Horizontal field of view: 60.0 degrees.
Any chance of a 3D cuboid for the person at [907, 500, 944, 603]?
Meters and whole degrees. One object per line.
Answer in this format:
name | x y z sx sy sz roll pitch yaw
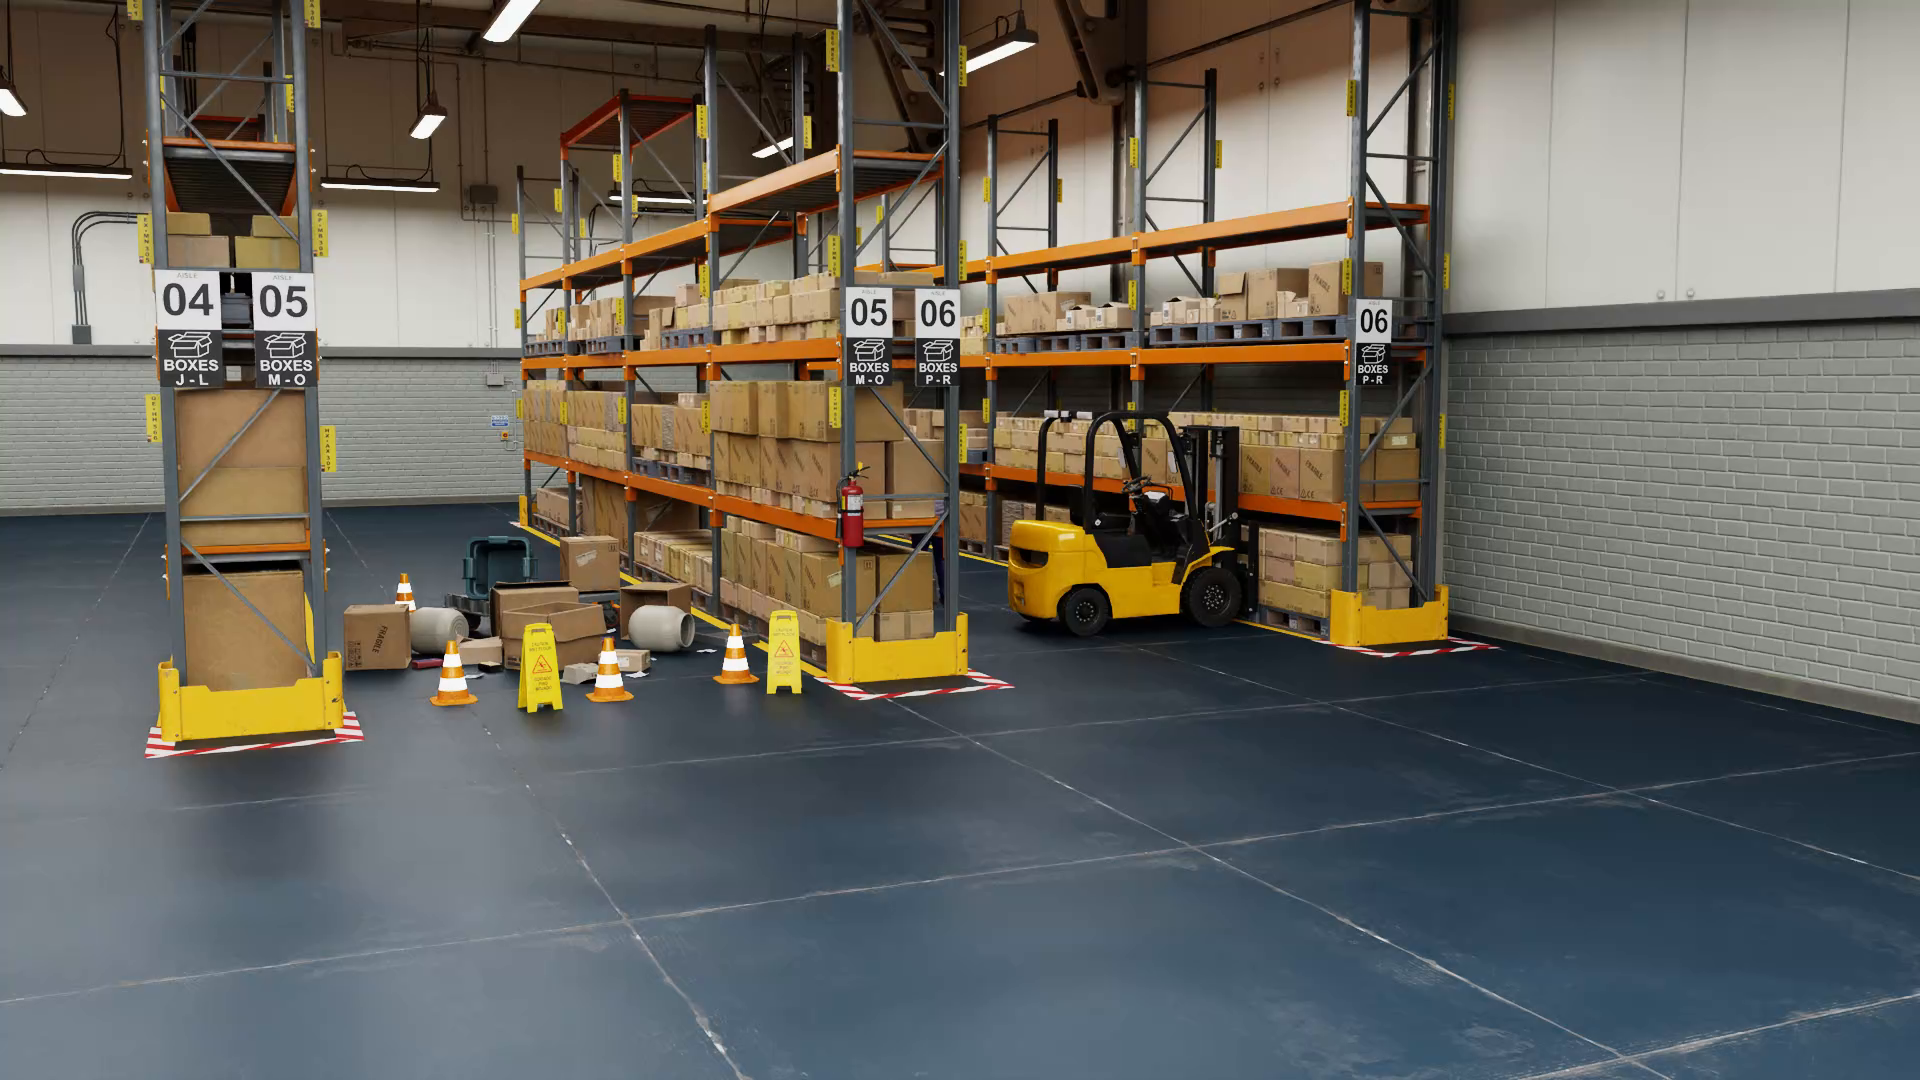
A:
person | -0.327 -0.114 18.235 0.546 1.651 0.367 -2 6 -24
